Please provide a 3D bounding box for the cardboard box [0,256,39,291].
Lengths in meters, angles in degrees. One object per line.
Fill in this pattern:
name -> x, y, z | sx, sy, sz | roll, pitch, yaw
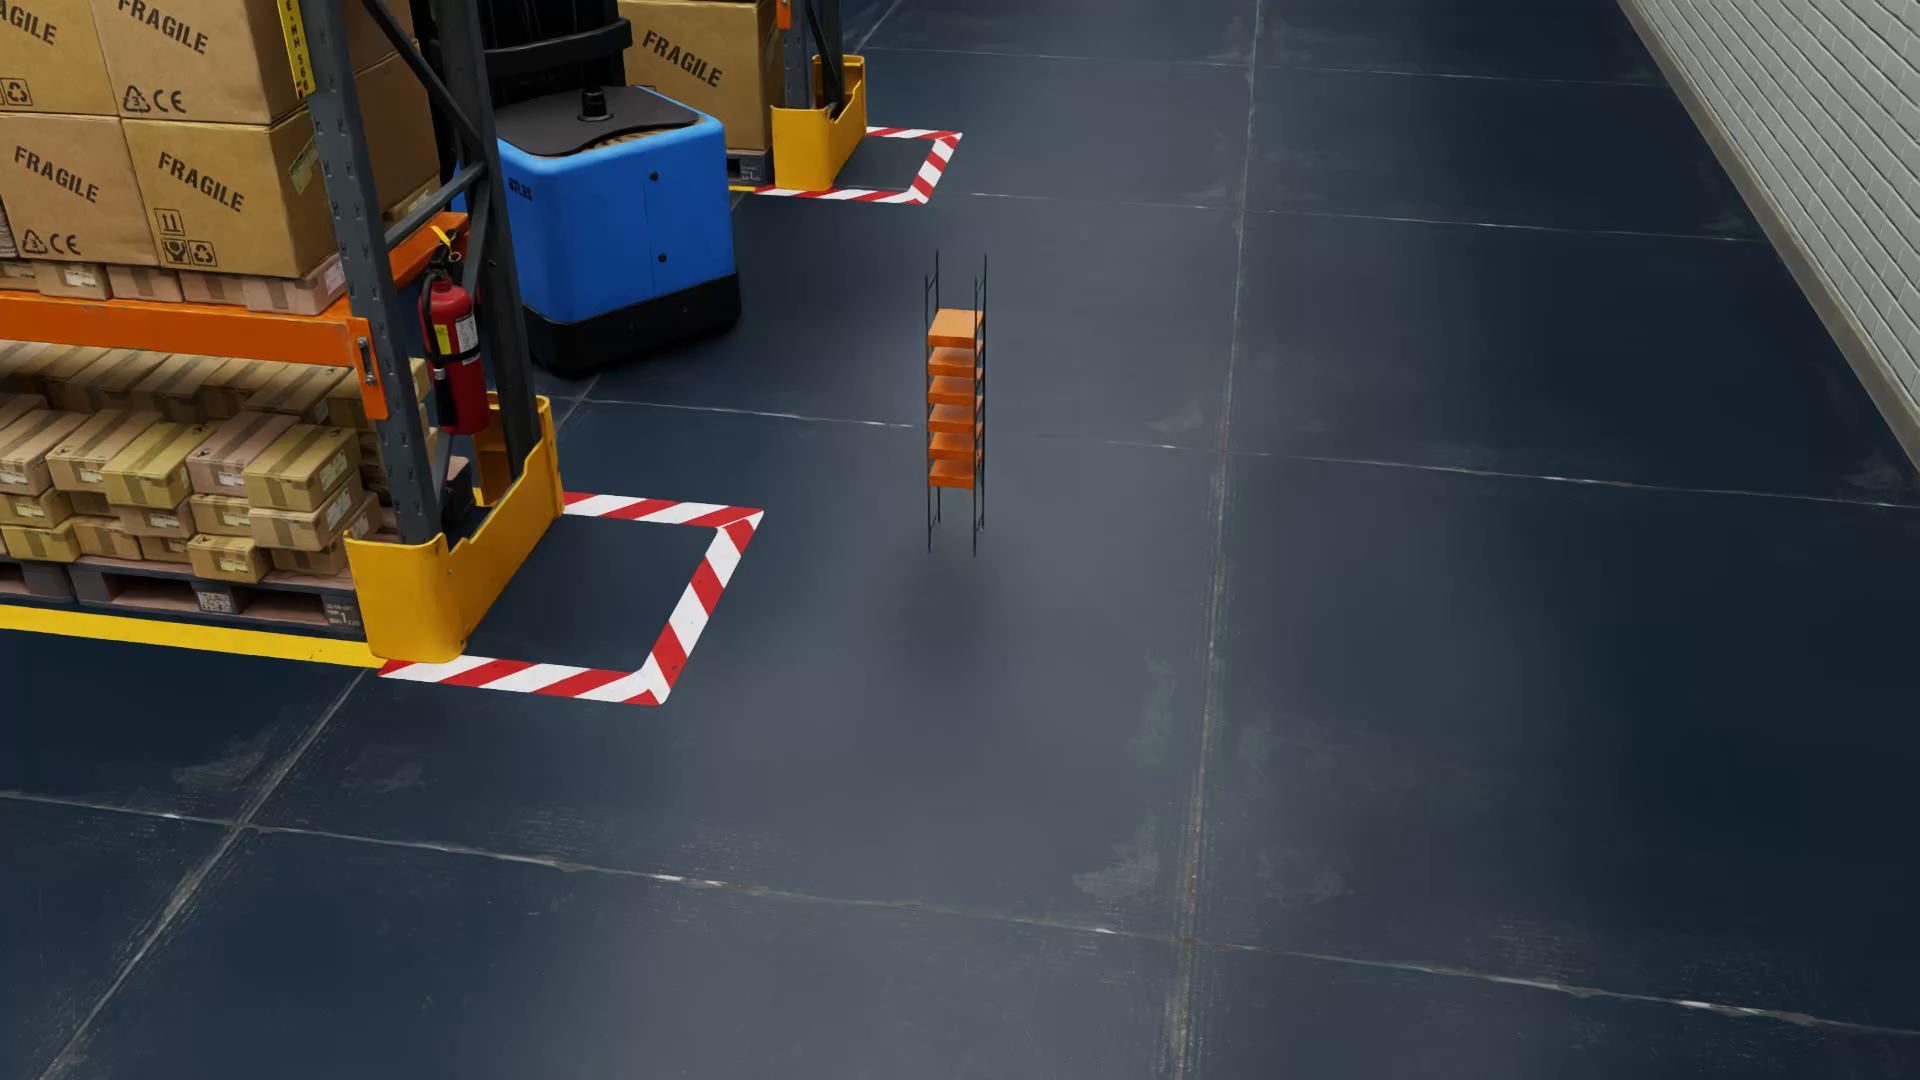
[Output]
cardboard box -> -3.203, -1.011, 5.775 | 0.250, 0.149, 0.380 | 4, 32, 6

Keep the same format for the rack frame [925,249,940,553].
rack frame -> -0.104, -0.518, 6.447 | 0.006, 1.200, 0.240 | 5, 32, 8

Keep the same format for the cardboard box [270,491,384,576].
cardboard box -> -2.389, -0.038, 6.274 | 0.250, 0.149, 0.380 | 6, 32, 9

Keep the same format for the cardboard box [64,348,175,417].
cardboard box -> -3.344, -0.636, 6.670 | 0.250, 0.149, 0.380 | 6, 33, 10

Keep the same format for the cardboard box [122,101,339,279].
cardboard box -> -2.322, -1.204, 5.472 | 0.500, 0.500, 0.500 | 6, 33, 9

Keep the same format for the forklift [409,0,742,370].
forklift -> -2.451, -2.757, 8.393 | 1.130, 2.935, 3.031 | -24, 40, -34

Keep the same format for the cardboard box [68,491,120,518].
cardboard box -> -3.164, -0.247, 6.328 | 0.250, 0.149, 0.380 | 5, 32, 8

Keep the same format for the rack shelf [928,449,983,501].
rack shelf -> -0.014, -0.269, 6.585 | 0.180, 0.103, 0.258 | 5, 32, 8

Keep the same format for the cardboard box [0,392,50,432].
cardboard box -> -3.675, -0.409, 6.306 | 0.250, 0.149, 0.380 | 4, 32, 7

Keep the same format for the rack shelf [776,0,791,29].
rack shelf -> -2.873, -3.589, 10.335 | 4.000, 0.370, 1.077 | 5, 32, 8

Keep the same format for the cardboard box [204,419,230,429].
cardboard box -> -2.825, -0.437, 6.631 | 0.250, 0.149, 0.380 | 6, 32, 9

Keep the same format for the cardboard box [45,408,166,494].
cardboard box -> -3.159, -0.332, 6.184 | 0.250, 0.149, 0.380 | 4, 32, 6

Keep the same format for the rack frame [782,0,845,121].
rack frame -> -0.901, -3.715, 9.859 | 0.127, 3.000, 1.000 | 5, 32, 8

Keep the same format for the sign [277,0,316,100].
sign -> -1.949, -1.467, 4.877 | 0.005, 0.325, 0.100 | 5, 32, 8

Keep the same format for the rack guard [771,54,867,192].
rack guard -> -0.878, -2.654, 10.518 | 0.348, 0.500, 1.175 | 5, 32, 8

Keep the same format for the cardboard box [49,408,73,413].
cardboard box -> -3.612, -0.493, 6.721 | 0.250, 0.149, 0.380 | 7, 33, 11

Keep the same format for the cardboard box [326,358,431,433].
cardboard box -> -2.295, -0.576, 6.574 | 0.250, 0.149, 0.380 | 4, 32, 6

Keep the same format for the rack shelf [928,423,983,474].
rack shelf -> -0.014, -0.370, 6.521 | 0.180, 0.103, 0.258 | 5, 32, 8

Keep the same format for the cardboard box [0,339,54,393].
cardboard box -> -3.859, -0.656, 6.701 | 0.250, 0.149, 0.380 | 5, 32, 8

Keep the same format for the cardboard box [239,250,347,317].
cardboard box -> -2.204, -0.905, 5.606 | 0.250, 0.149, 0.380 | 5, 32, 8

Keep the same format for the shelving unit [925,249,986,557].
shelving unit -> -0.014, -0.510, 6.434 | 0.189, 1.200, 0.258 | 5, 32, 8

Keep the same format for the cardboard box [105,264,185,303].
cardboard box -> -2.693, -0.961, 5.696 | 0.250, 0.149, 0.380 | 5, 32, 8

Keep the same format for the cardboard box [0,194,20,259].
cardboard box -> -3.330, -1.293, 5.614 | 0.500, 0.500, 0.500 | 5, 32, 8

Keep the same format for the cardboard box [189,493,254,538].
cardboard box -> -2.652, -0.175, 6.214 | 0.250, 0.149, 0.380 | 4, 32, 7

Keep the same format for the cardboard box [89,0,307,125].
cardboard box -> -2.328, -1.633, 5.215 | 0.500, 0.500, 0.500 | 5, 32, 7

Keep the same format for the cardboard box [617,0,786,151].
cardboard box -> -1.546, -3.008, 10.335 | 0.875, 0.875, 0.875 | 5, 32, 8

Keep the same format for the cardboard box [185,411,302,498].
cardboard box -> -2.638, -0.319, 6.163 | 0.250, 0.149, 0.380 | 6, 33, 9

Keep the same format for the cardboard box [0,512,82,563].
cardboard box -> -3.413, -0.082, 6.344 | 0.250, 0.149, 0.380 | 4, 32, 6

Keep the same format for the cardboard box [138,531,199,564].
cardboard box -> -2.906, -0.076, 6.336 | 0.250, 0.149, 0.380 | 5, 32, 8

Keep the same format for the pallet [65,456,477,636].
pallet -> -2.705, -0.046, 6.625 | 1.213, 0.211, 1.003 | 5, 32, 8

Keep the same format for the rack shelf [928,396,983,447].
rack shelf -> -0.014, -0.472, 6.457 | 0.180, 0.103, 0.258 | 5, 32, 8

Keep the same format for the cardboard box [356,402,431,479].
cardboard box -> -2.309, -0.407, 6.584 | 0.250, 0.149, 0.380 | 6, 33, 10

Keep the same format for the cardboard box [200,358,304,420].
cardboard box -> -2.814, -0.628, 6.656 | 0.250, 0.149, 0.380 | 5, 32, 8

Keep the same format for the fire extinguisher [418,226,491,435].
fire extinguisher -> -1.665, -0.676, 5.426 | 0.183, 0.674, 0.296 | 5, 32, 8
